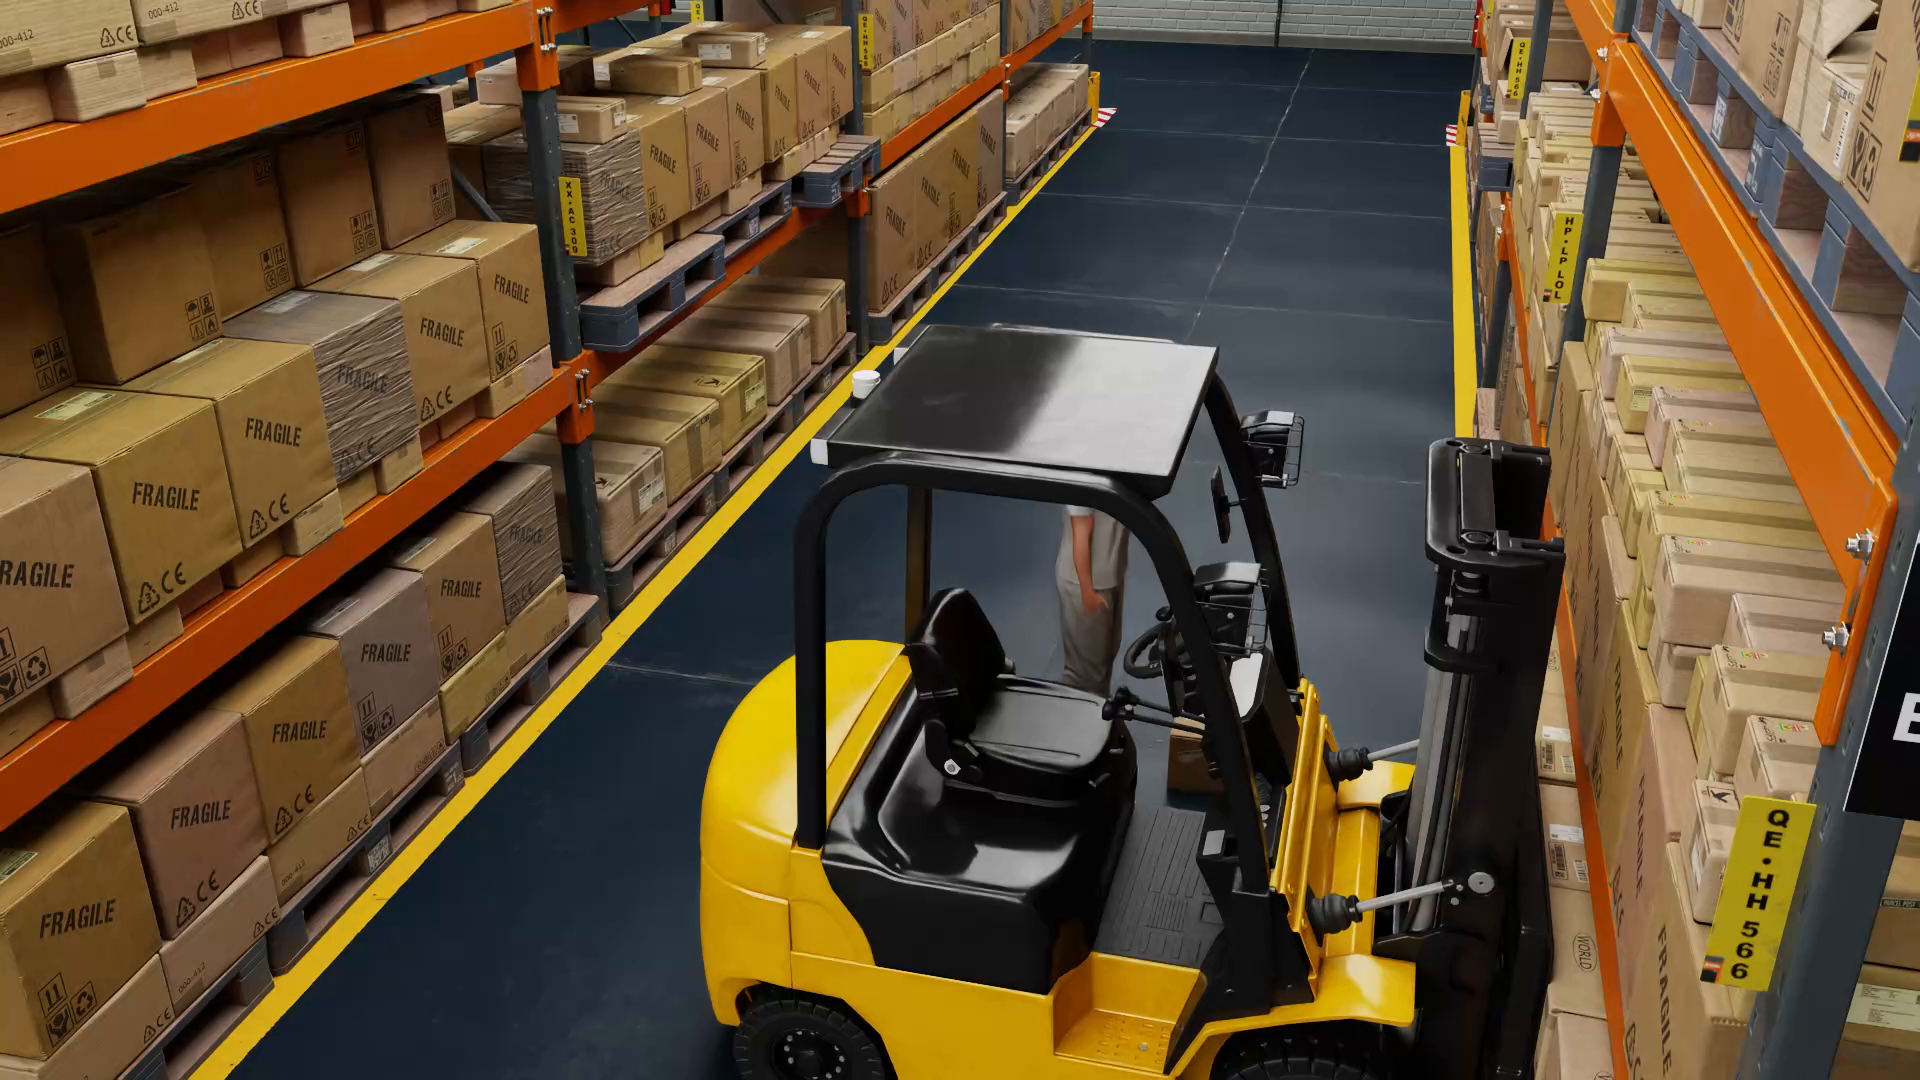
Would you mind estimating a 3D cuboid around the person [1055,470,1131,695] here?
[{"bbox_3d":[0.494,0.139,6.353,0.355,1.690,0.438,7,26,14],"label":"person"}]
